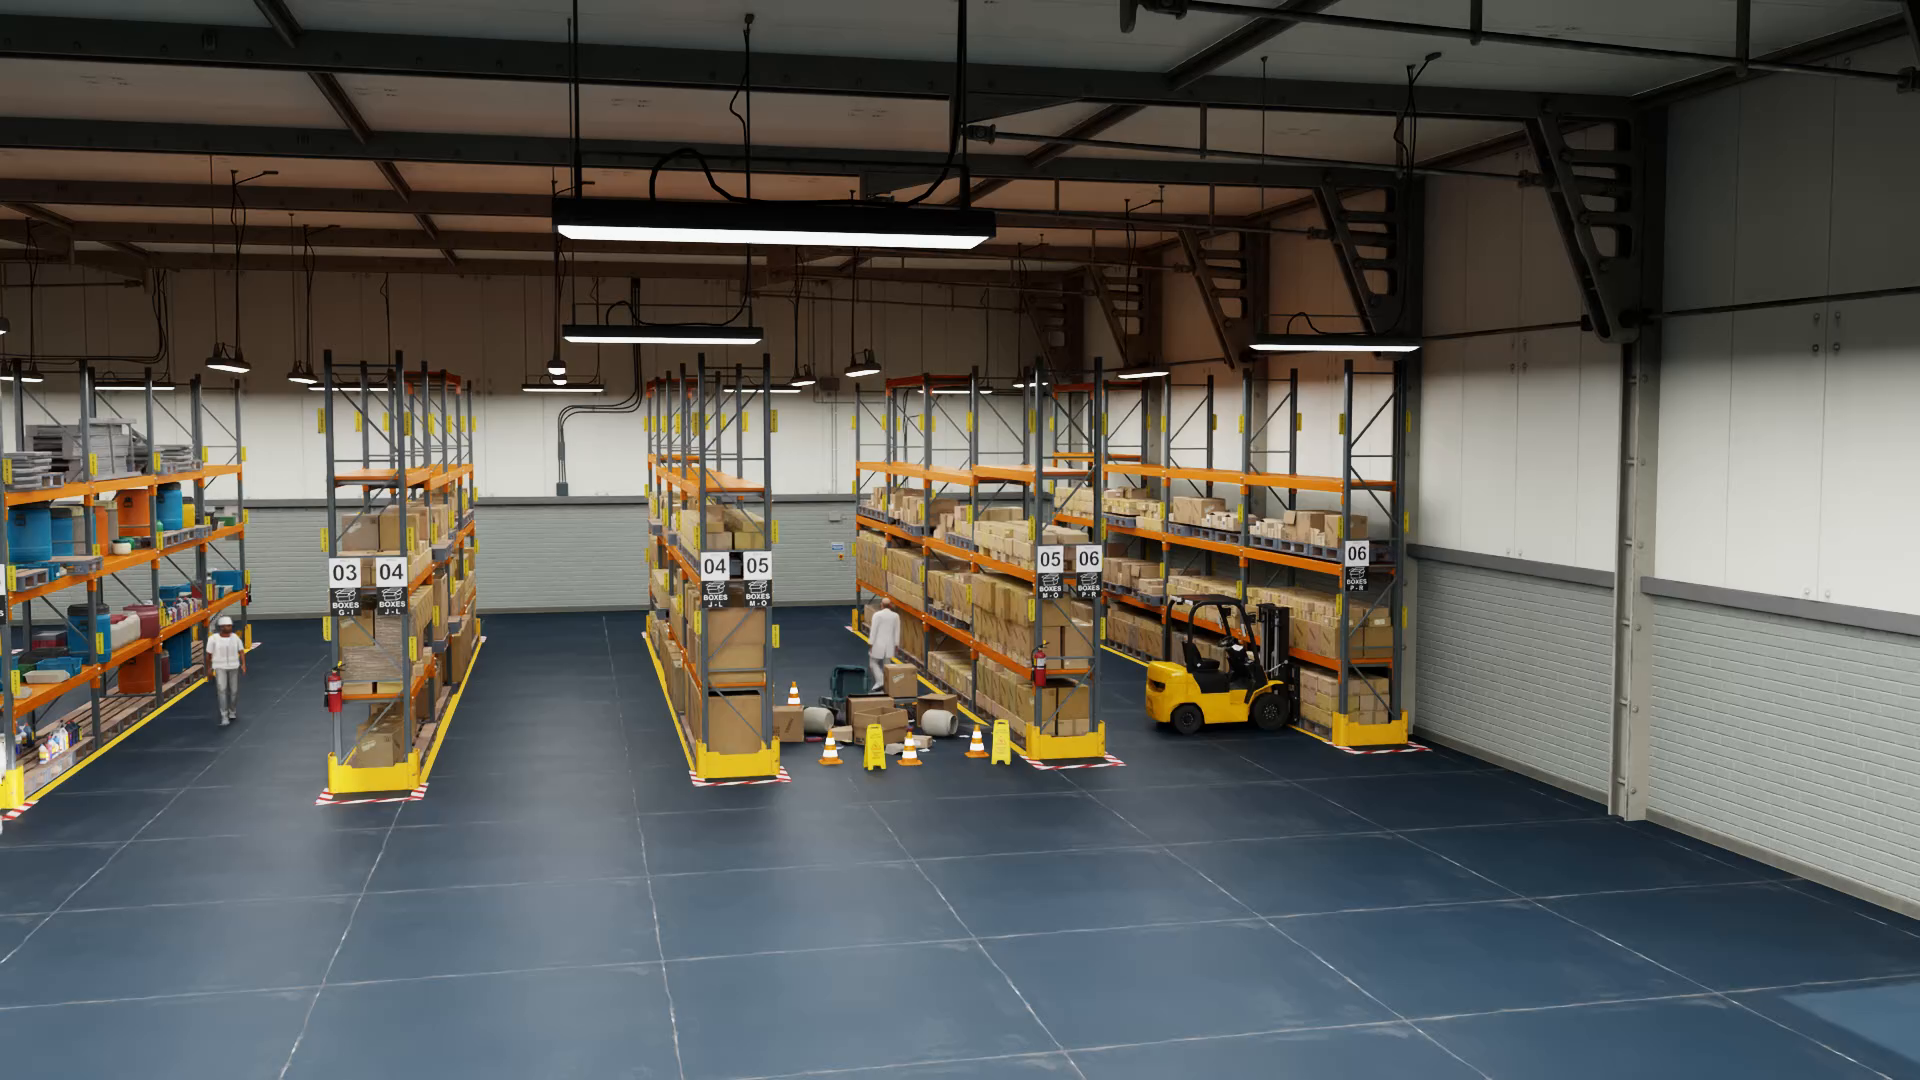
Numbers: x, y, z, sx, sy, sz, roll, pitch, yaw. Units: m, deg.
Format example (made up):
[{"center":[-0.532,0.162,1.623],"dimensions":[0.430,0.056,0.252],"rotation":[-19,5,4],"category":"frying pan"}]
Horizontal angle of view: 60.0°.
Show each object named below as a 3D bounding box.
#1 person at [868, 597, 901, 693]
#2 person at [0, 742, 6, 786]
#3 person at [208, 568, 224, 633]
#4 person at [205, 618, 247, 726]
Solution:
[{"center":[-1.405,1.955,30.870],"dimensions":[0.629,1.779,0.504],"rotation":[-1,4,-16],"category":"person"},{"center":[-11.662,2.809,19.772],"dimensions":[0.581,1.665,0.526],"rotation":[-1,4,-17],"category":"person"},{"center":[-17.309,1.496,38.639],"dimensions":[0.449,1.706,0.505],"rotation":[-1,4,-13],"category":"person"},{"center":[-12.316,2.197,28.007],"dimensions":[0.603,1.746,0.763],"rotation":[-3,5,-40],"category":"person"}]
